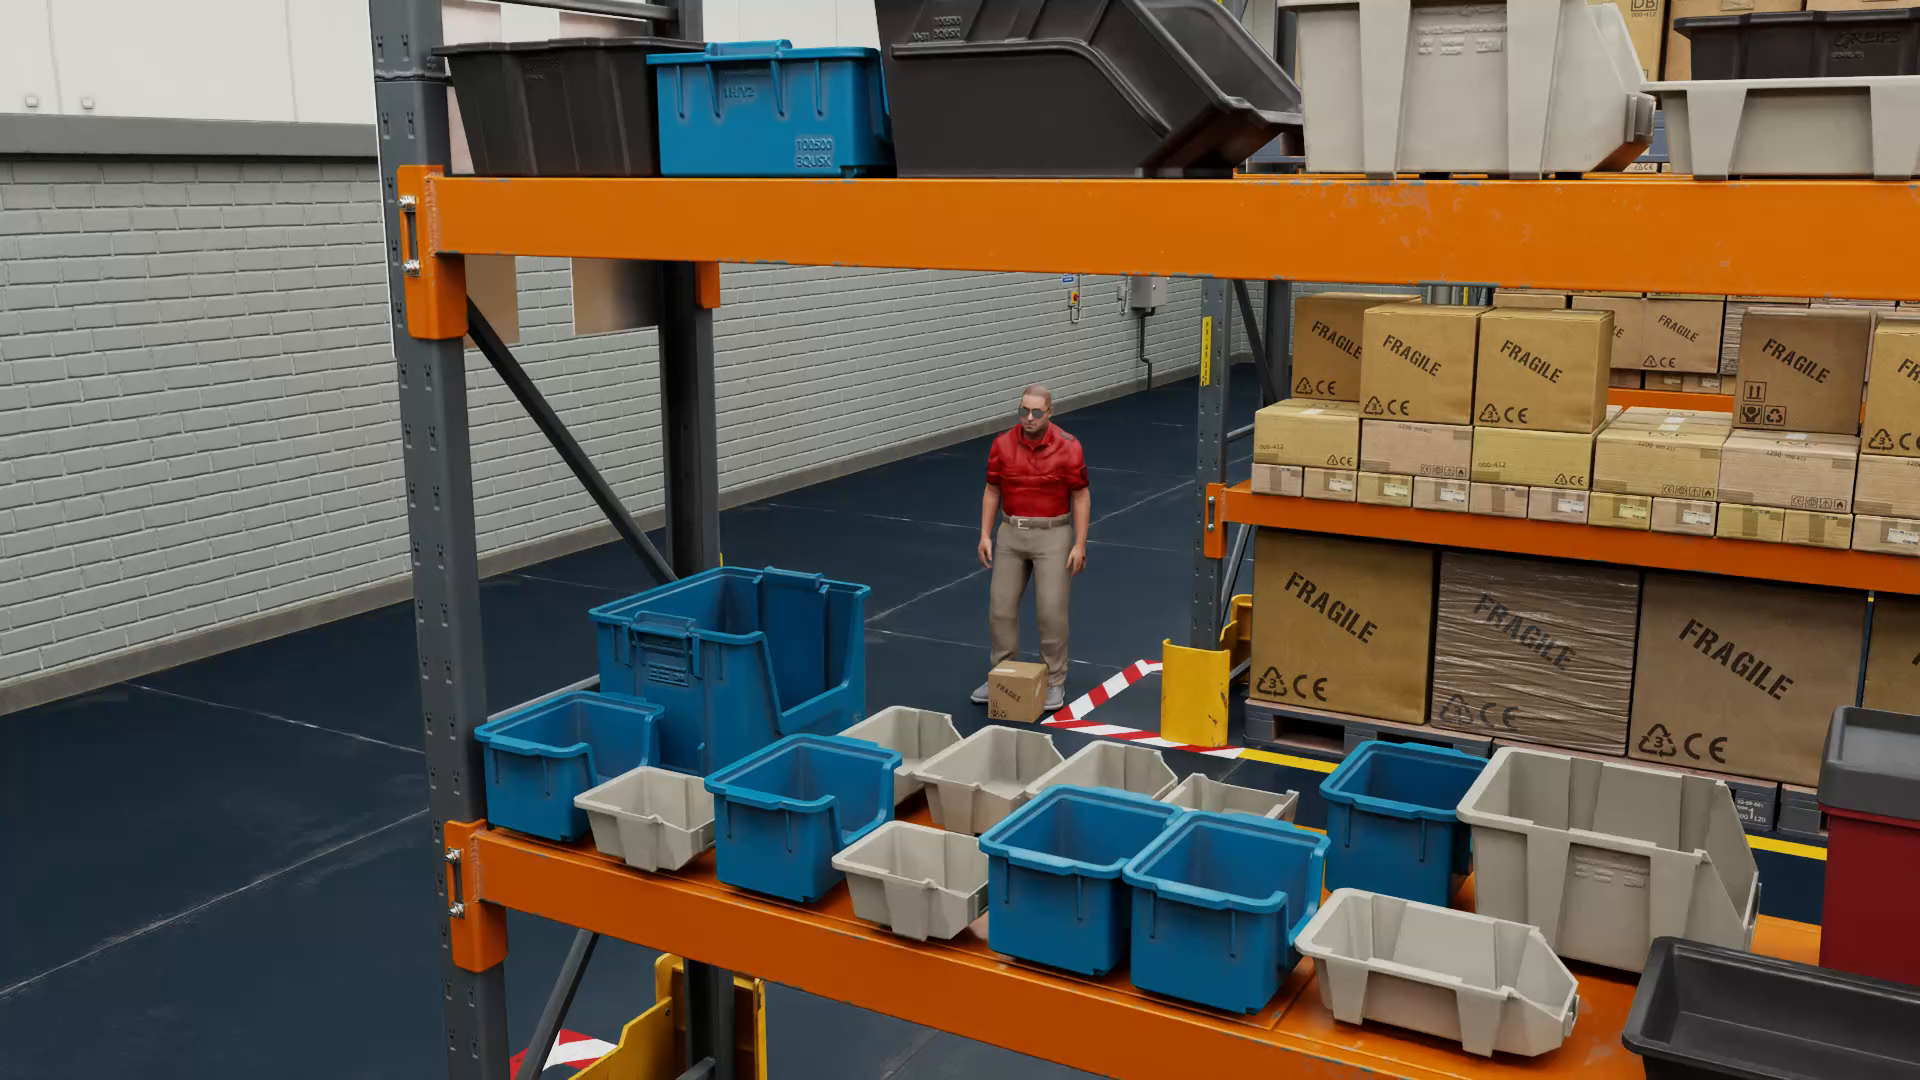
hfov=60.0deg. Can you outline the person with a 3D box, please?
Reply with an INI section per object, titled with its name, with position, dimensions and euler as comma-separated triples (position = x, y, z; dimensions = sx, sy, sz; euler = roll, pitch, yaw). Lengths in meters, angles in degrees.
[person]
position = 0.388, 0.026, 8.882
dimensions = 0.607, 1.728, 0.387
euler = 4, 13, 19
